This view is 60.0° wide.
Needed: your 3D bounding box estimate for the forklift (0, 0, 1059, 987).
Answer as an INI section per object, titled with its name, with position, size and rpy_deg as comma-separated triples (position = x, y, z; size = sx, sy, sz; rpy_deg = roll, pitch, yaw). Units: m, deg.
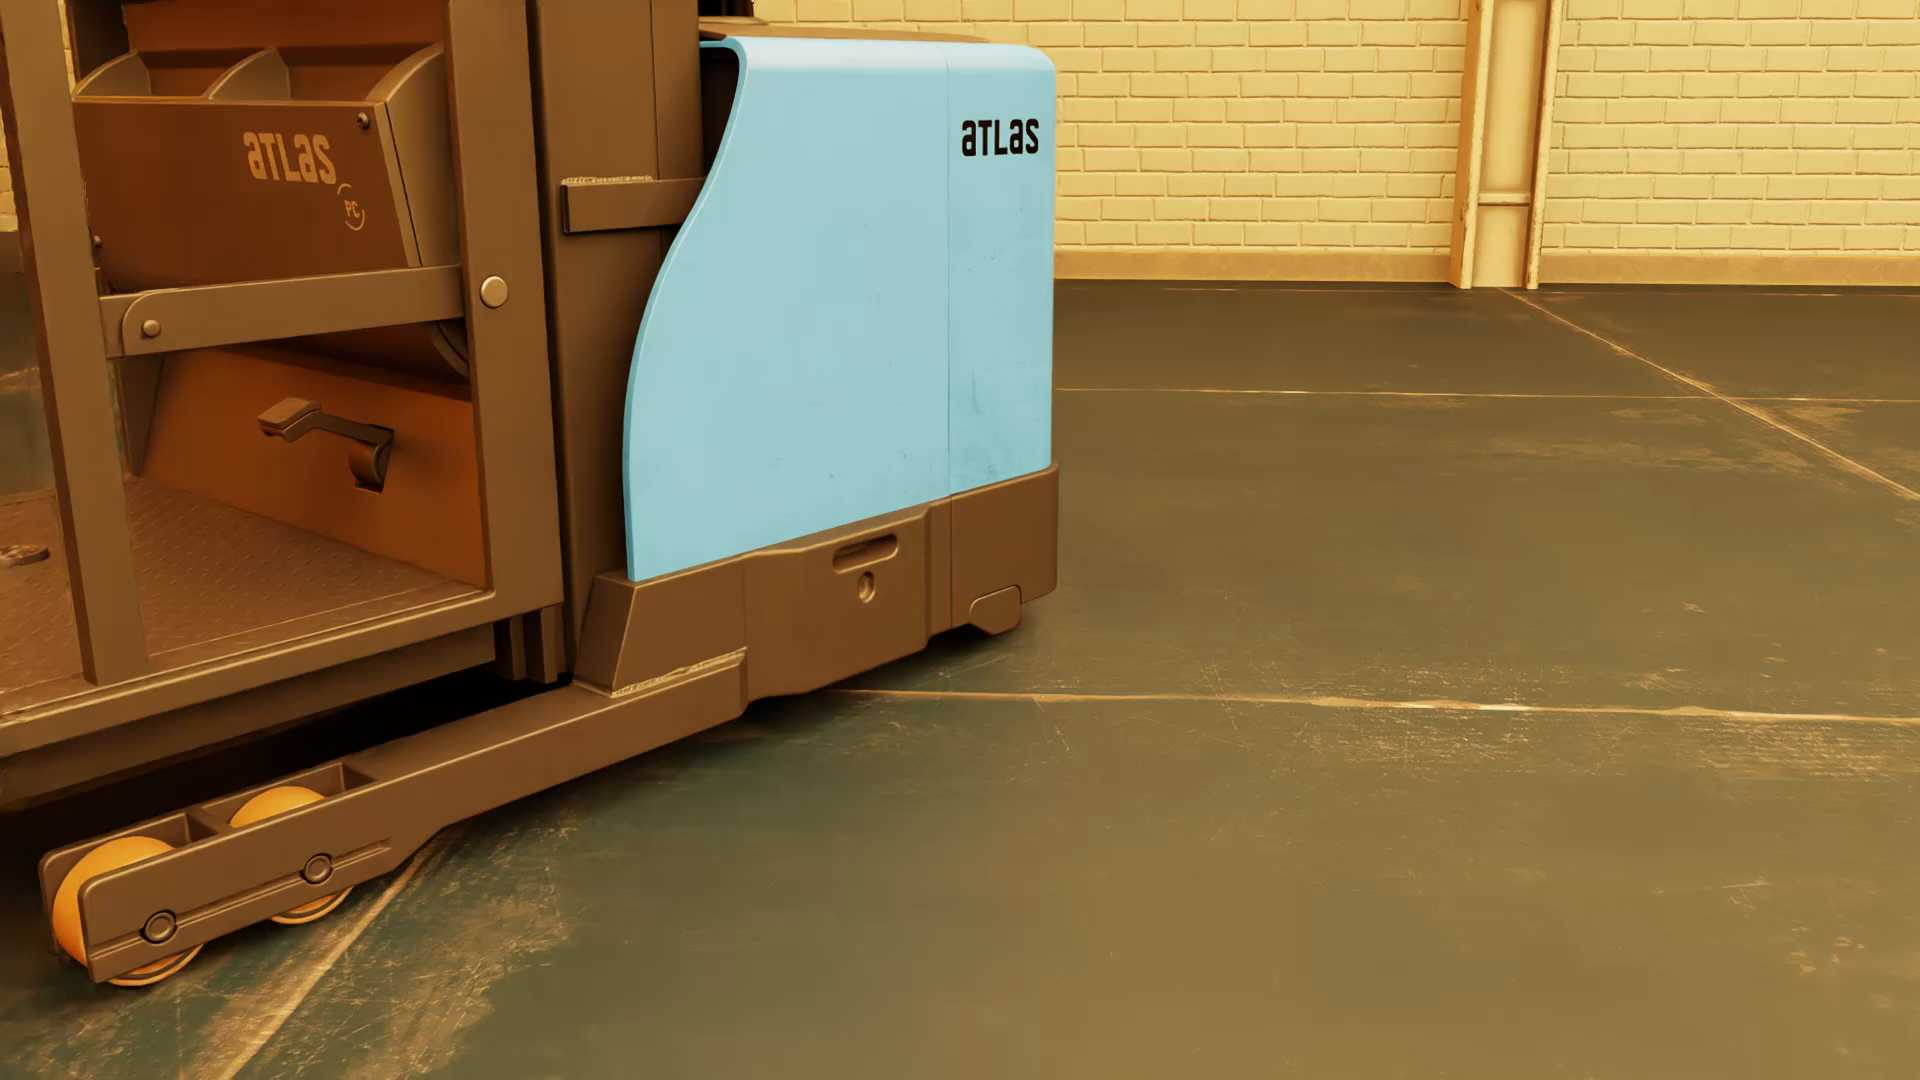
[forklift]
position = -1.152, -1.049, 2.083
size = 1.130, 2.935, 3.031
rpy_deg = 13, 20, 39
